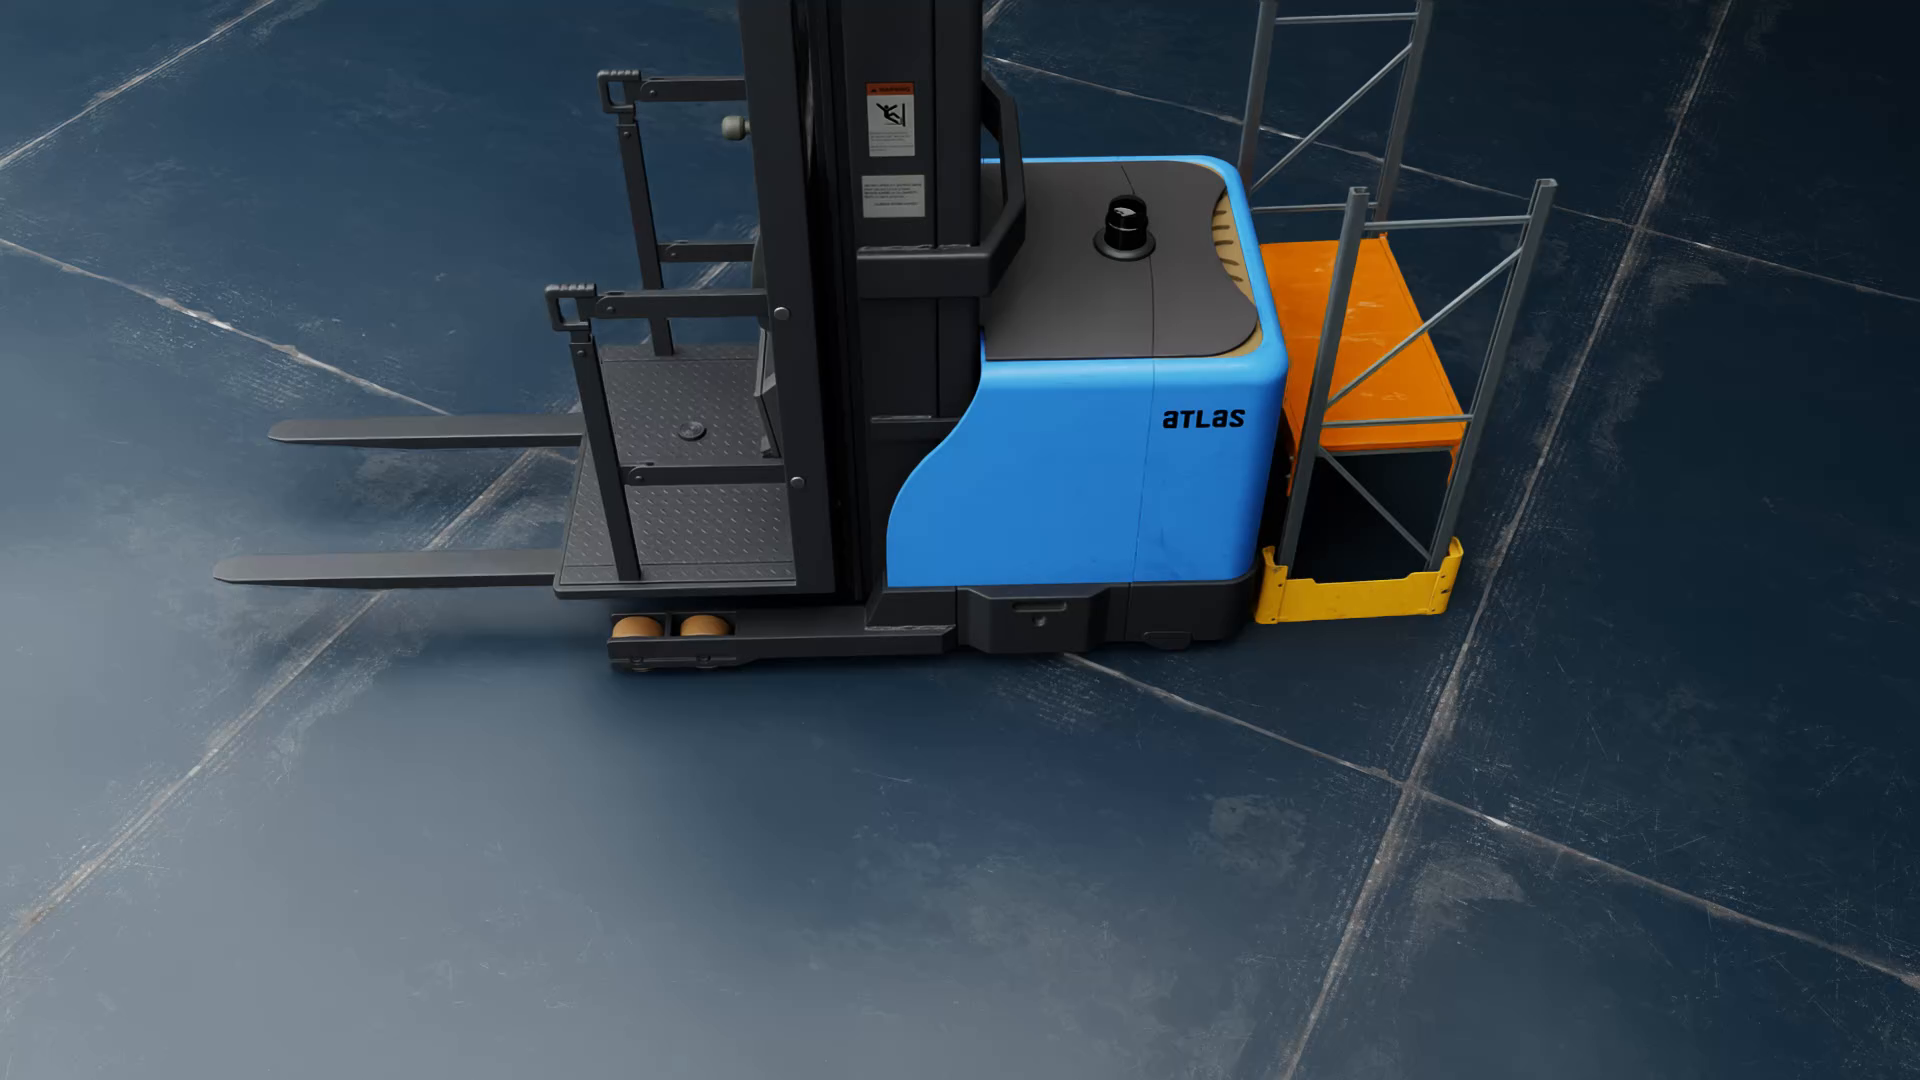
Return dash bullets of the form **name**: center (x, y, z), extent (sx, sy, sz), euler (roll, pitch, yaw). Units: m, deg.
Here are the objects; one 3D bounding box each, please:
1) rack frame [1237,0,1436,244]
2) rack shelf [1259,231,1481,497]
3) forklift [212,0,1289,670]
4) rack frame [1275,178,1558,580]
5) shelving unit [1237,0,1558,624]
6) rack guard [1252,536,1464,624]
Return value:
- **rack frame**: center (1.102, -1.039, 5.222), extent (0.500, 1.500, 0.032), euler (-3, 45, -3)
- **rack shelf**: center (1.141, -0.552, 4.994), extent (0.538, 0.185, 1.000), euler (-3, 45, -3)
- **forklift**: center (-0.671, -1.033, 4.210), extent (3.031, 2.935, 1.130), euler (-1, 45, -1)
- **rack frame**: center (1.180, -0.318, 4.509), extent (0.500, 1.500, 0.032), euler (-3, 45, -3)
- **shelving unit**: center (1.142, -0.672, 4.859), extent (0.587, 1.500, 1.083), euler (-3, 45, -3)
- **rack guard**: center (1.179, 0.120, 4.955), extent (0.587, 0.250, 0.087), euler (-3, 45, -3)
